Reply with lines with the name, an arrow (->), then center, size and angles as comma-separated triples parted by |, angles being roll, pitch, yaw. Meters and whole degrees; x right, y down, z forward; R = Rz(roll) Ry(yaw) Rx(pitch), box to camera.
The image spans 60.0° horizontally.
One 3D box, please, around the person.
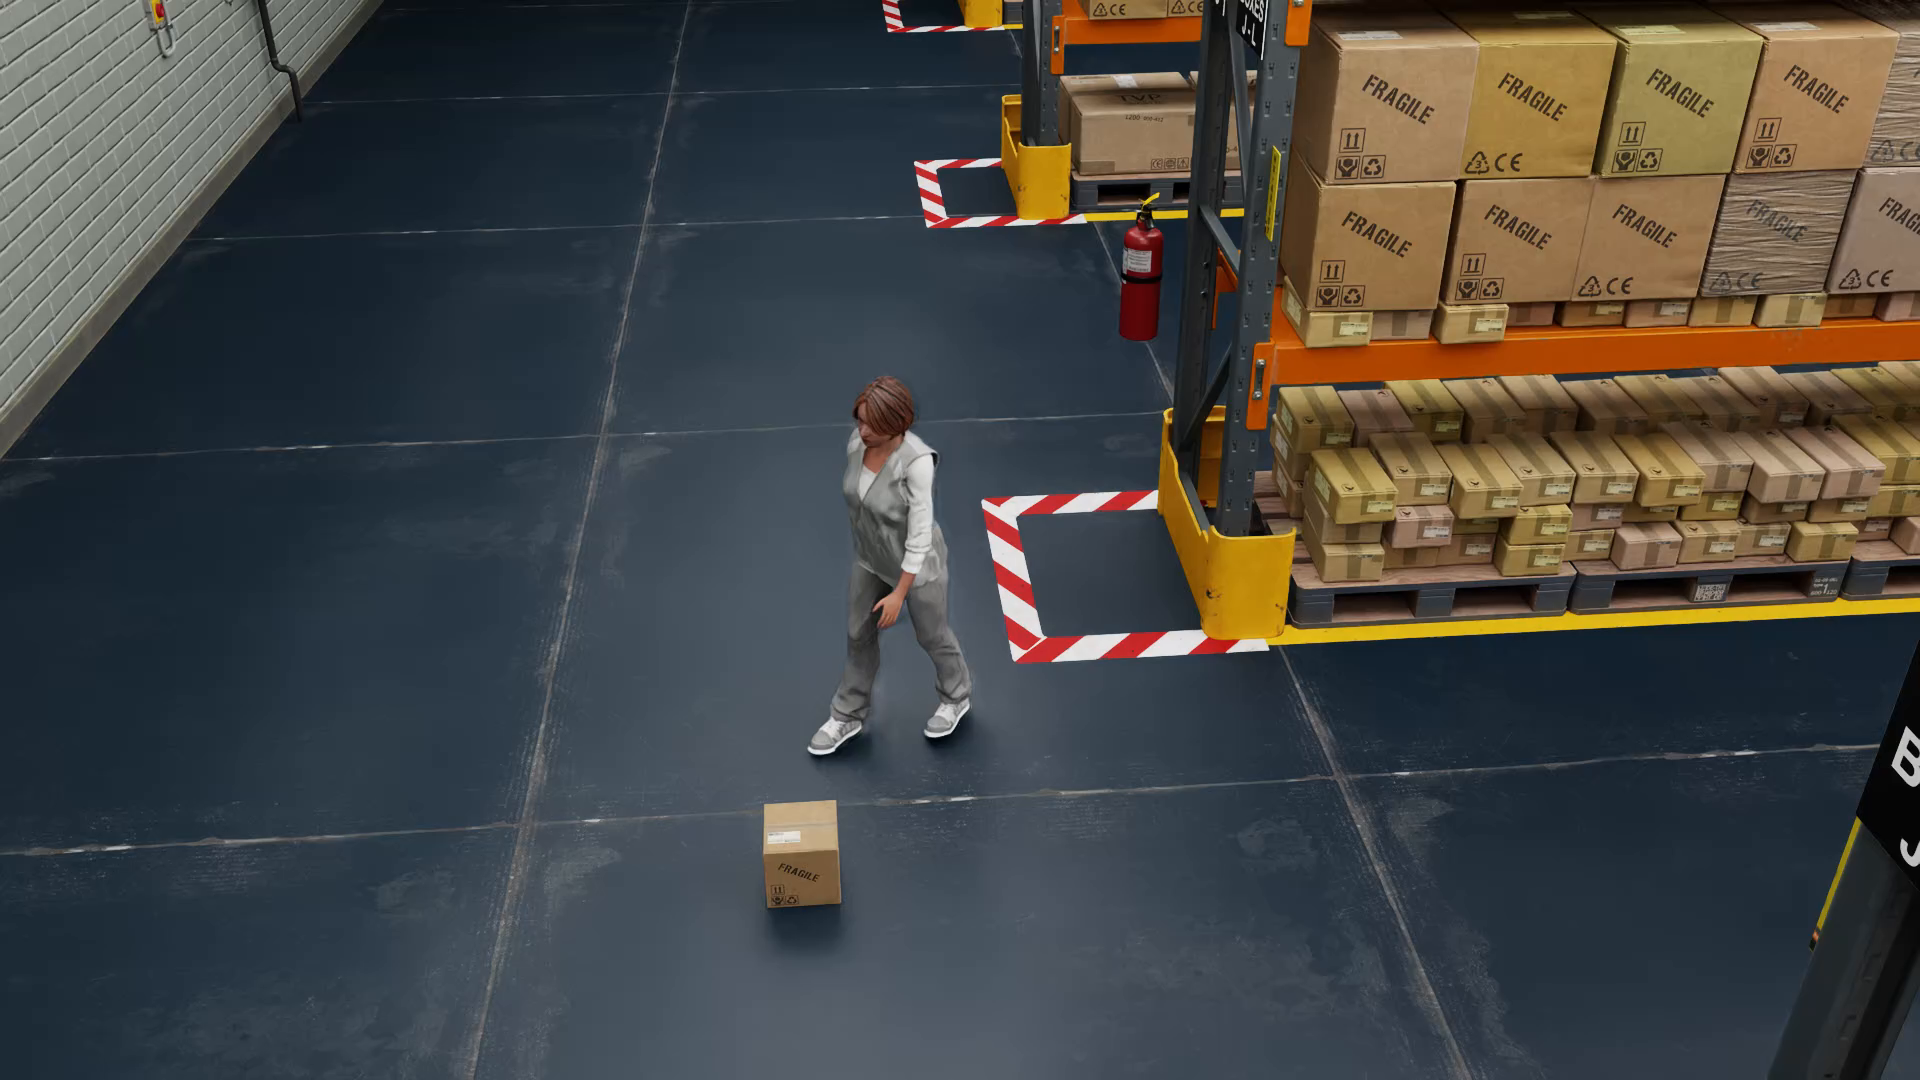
person -> -0.225, 0.087, 5.990 | 0.458, 1.567, 0.645 | 24, 39, 34
